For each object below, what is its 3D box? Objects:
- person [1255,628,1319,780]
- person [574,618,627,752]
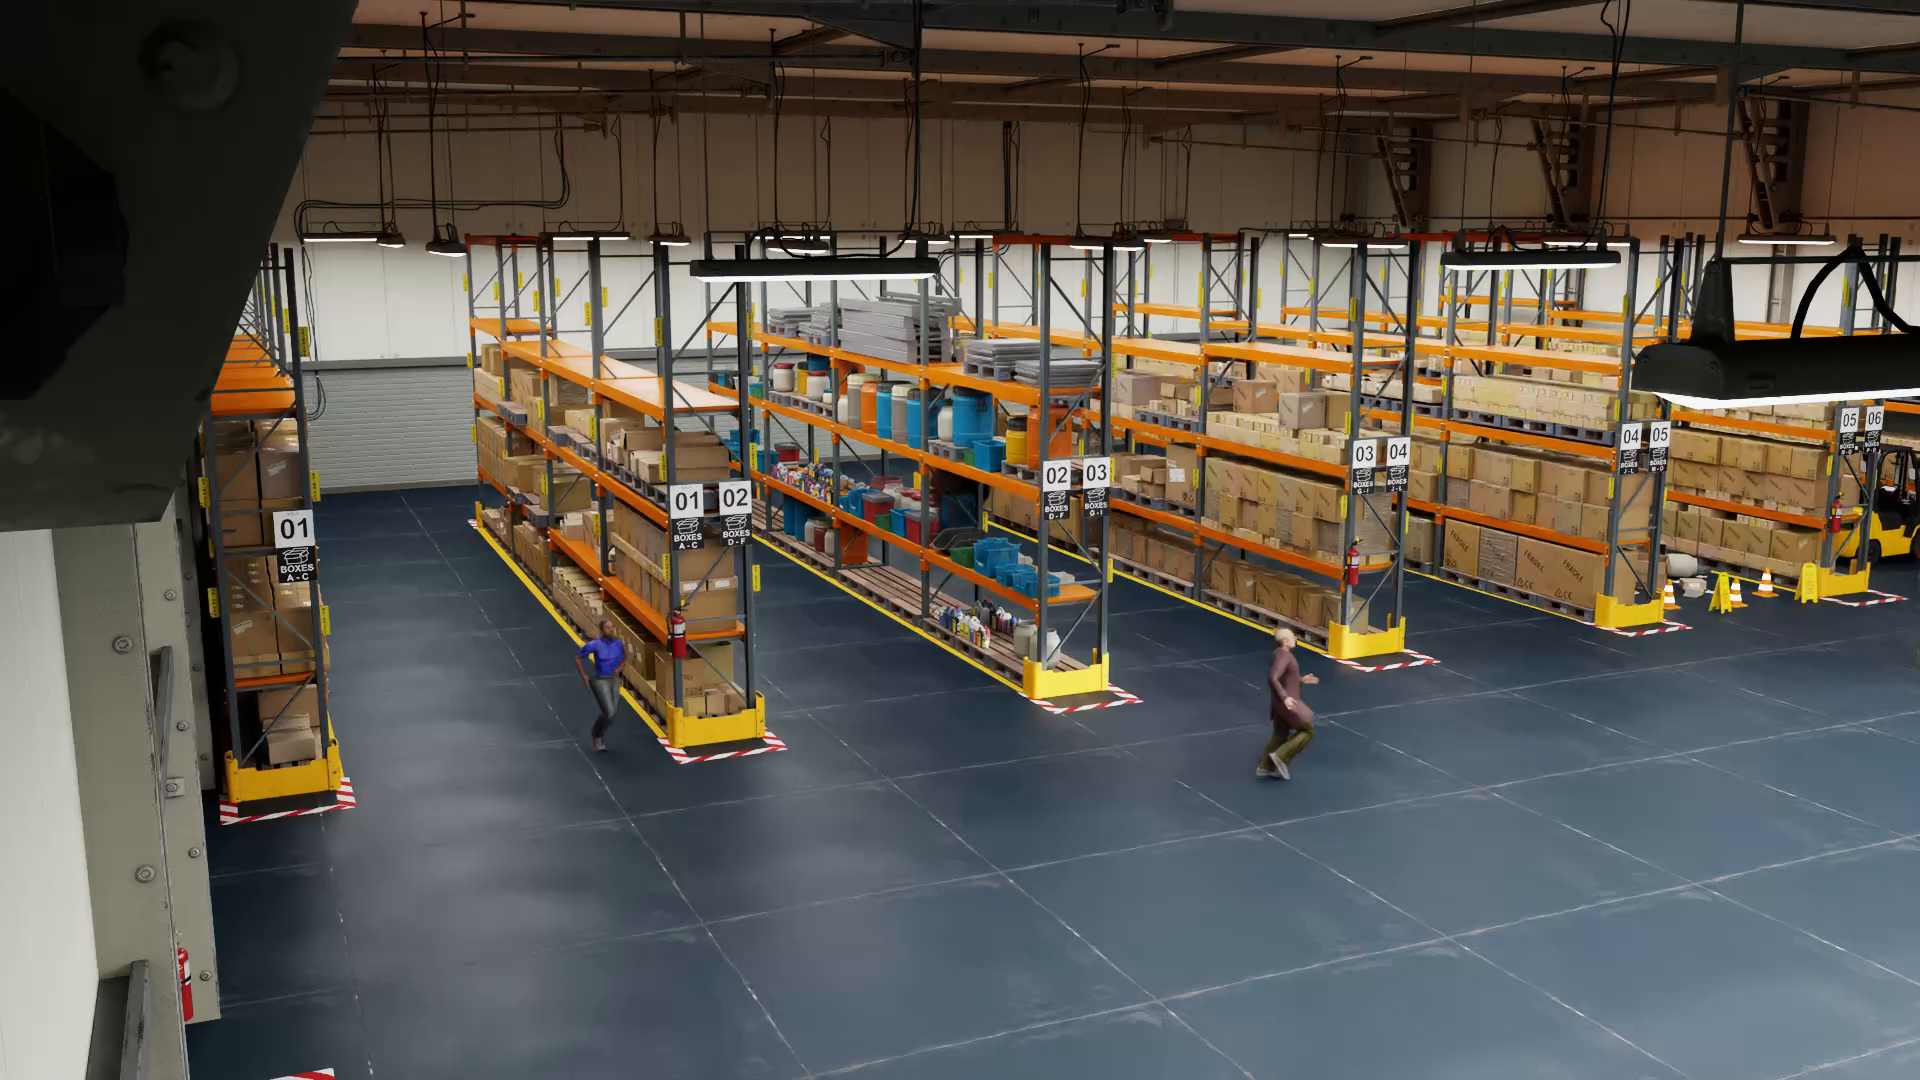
[{"bbox_3d":[3.734,1.895,18.889,0.702,1.668,0.682,-1,11,-4],"label":"person"},{"bbox_3d":[-4.228,1.738,19.910,0.589,1.602,0.564,10,15,42],"label":"person"}]
